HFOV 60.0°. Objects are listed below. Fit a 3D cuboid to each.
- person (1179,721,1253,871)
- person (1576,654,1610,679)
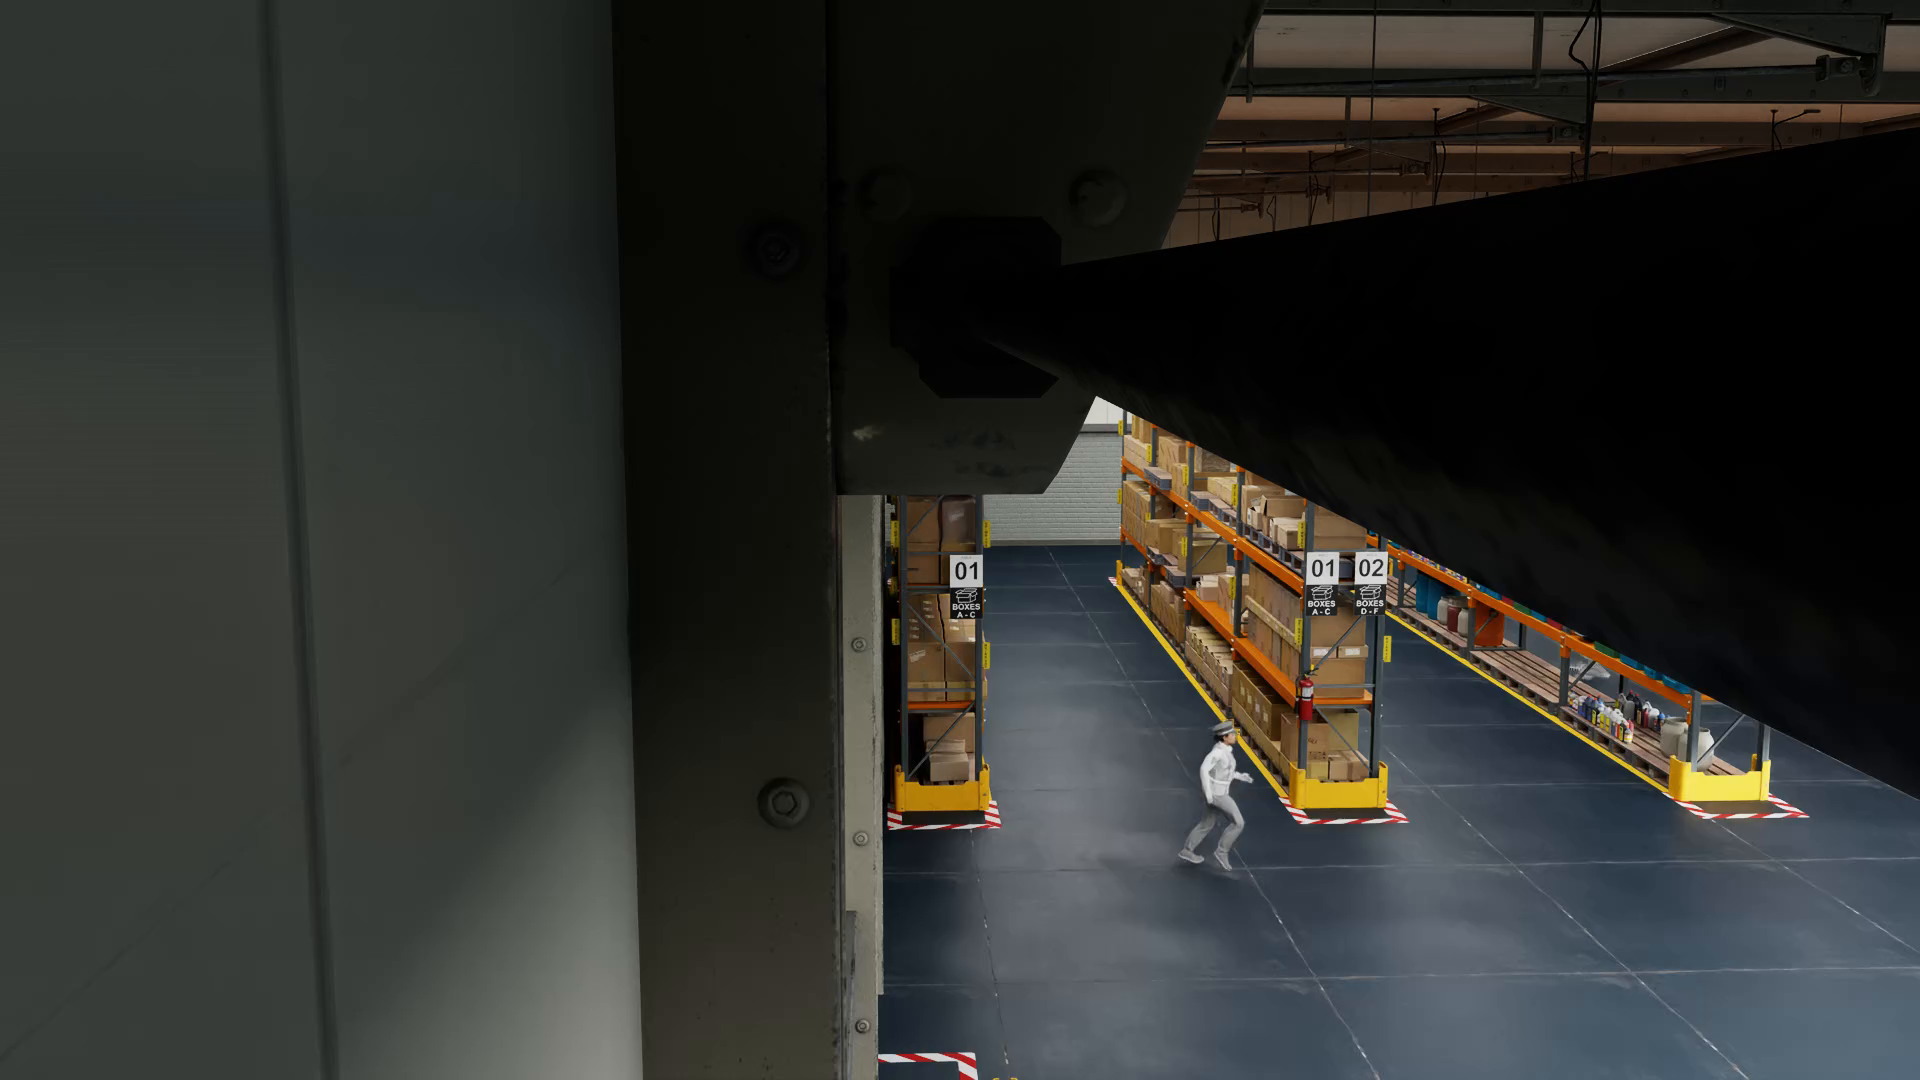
[{"bbox_3d":[2.833,2.826,18.383,0.798,1.701,0.550,1,8,6],"label":"person"},{"bbox_3d":[10.633,1.465,27.572,0.624,1.644,0.644,0,8,-3],"label":"person"}]
